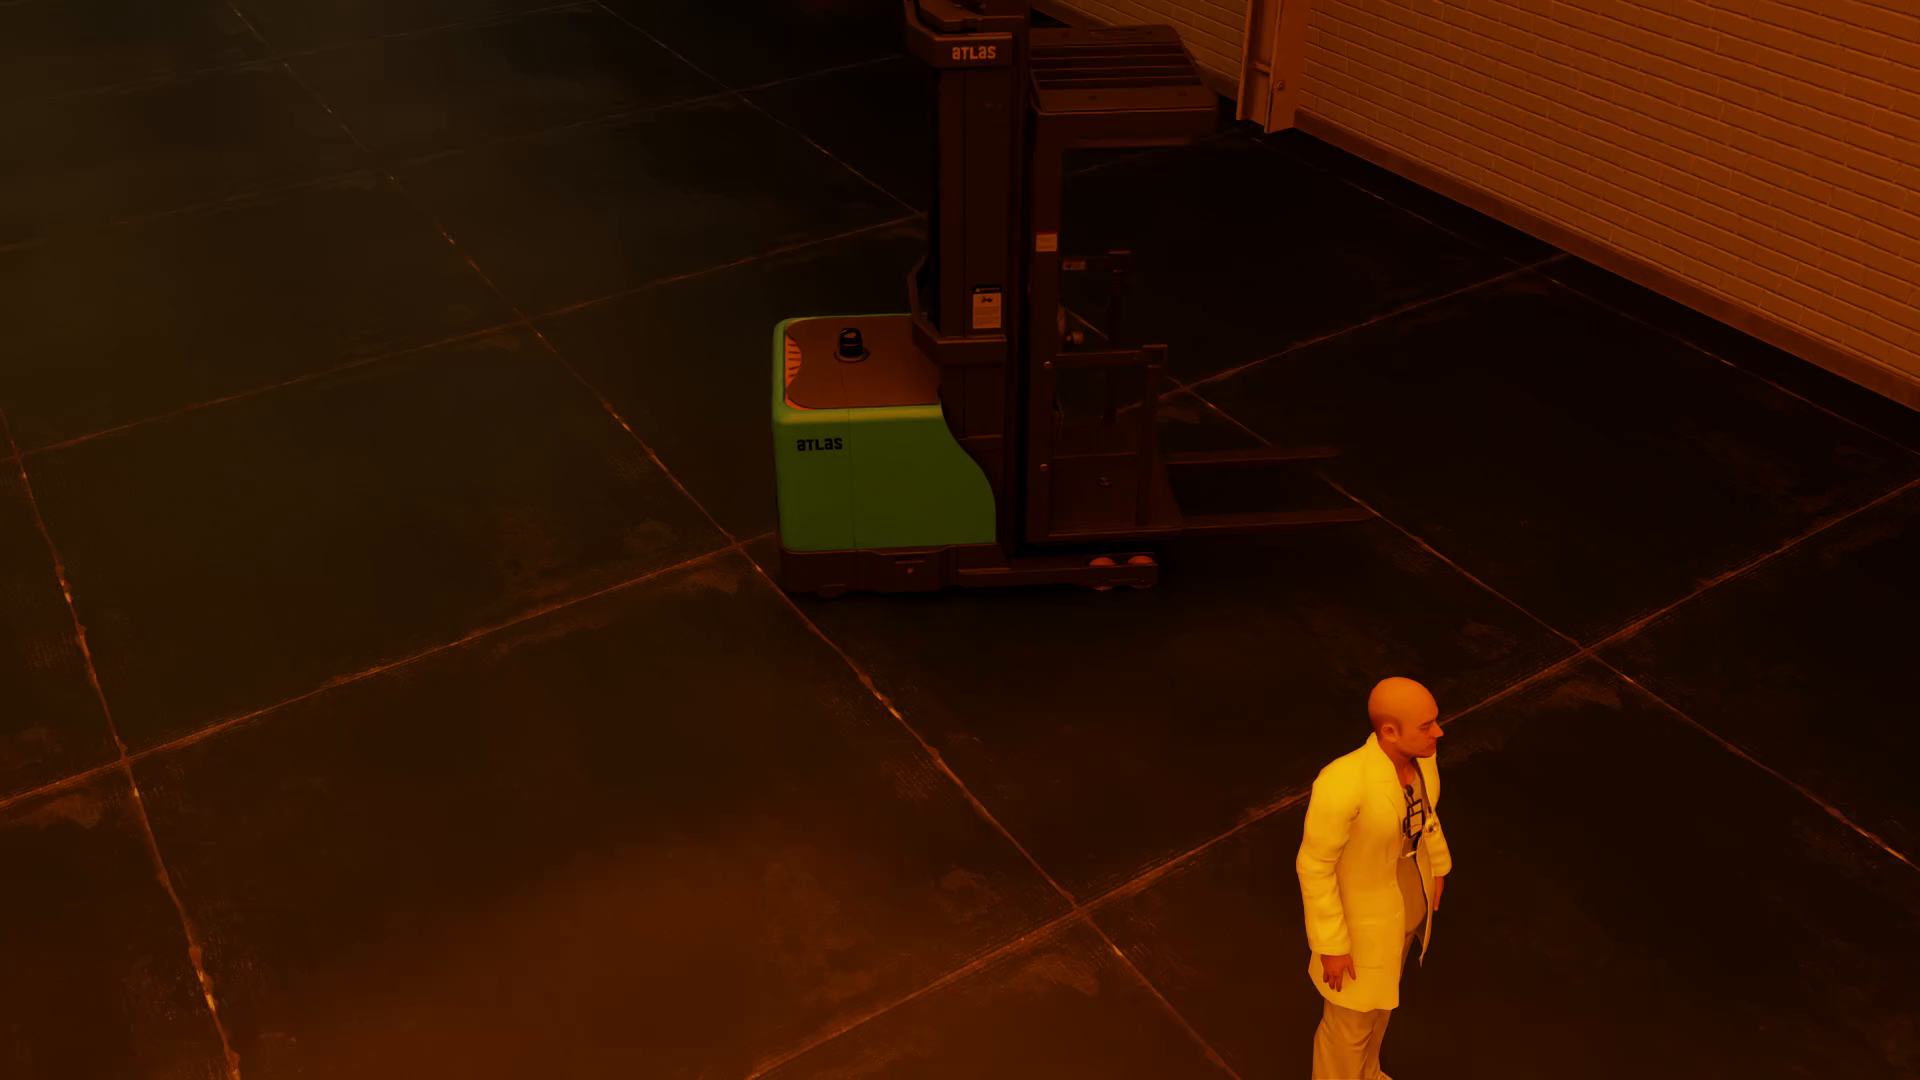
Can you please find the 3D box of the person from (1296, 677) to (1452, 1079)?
[{"bbox_3d":[1.416,1.241,5.373,0.694,1.775,0.581,-29,44,-34],"label":"person"}]

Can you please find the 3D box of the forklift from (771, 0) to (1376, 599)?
[{"bbox_3d":[0.585,-1.248,7.923,3.031,2.935,1.130,-3,35,-4],"label":"forklift"}]
